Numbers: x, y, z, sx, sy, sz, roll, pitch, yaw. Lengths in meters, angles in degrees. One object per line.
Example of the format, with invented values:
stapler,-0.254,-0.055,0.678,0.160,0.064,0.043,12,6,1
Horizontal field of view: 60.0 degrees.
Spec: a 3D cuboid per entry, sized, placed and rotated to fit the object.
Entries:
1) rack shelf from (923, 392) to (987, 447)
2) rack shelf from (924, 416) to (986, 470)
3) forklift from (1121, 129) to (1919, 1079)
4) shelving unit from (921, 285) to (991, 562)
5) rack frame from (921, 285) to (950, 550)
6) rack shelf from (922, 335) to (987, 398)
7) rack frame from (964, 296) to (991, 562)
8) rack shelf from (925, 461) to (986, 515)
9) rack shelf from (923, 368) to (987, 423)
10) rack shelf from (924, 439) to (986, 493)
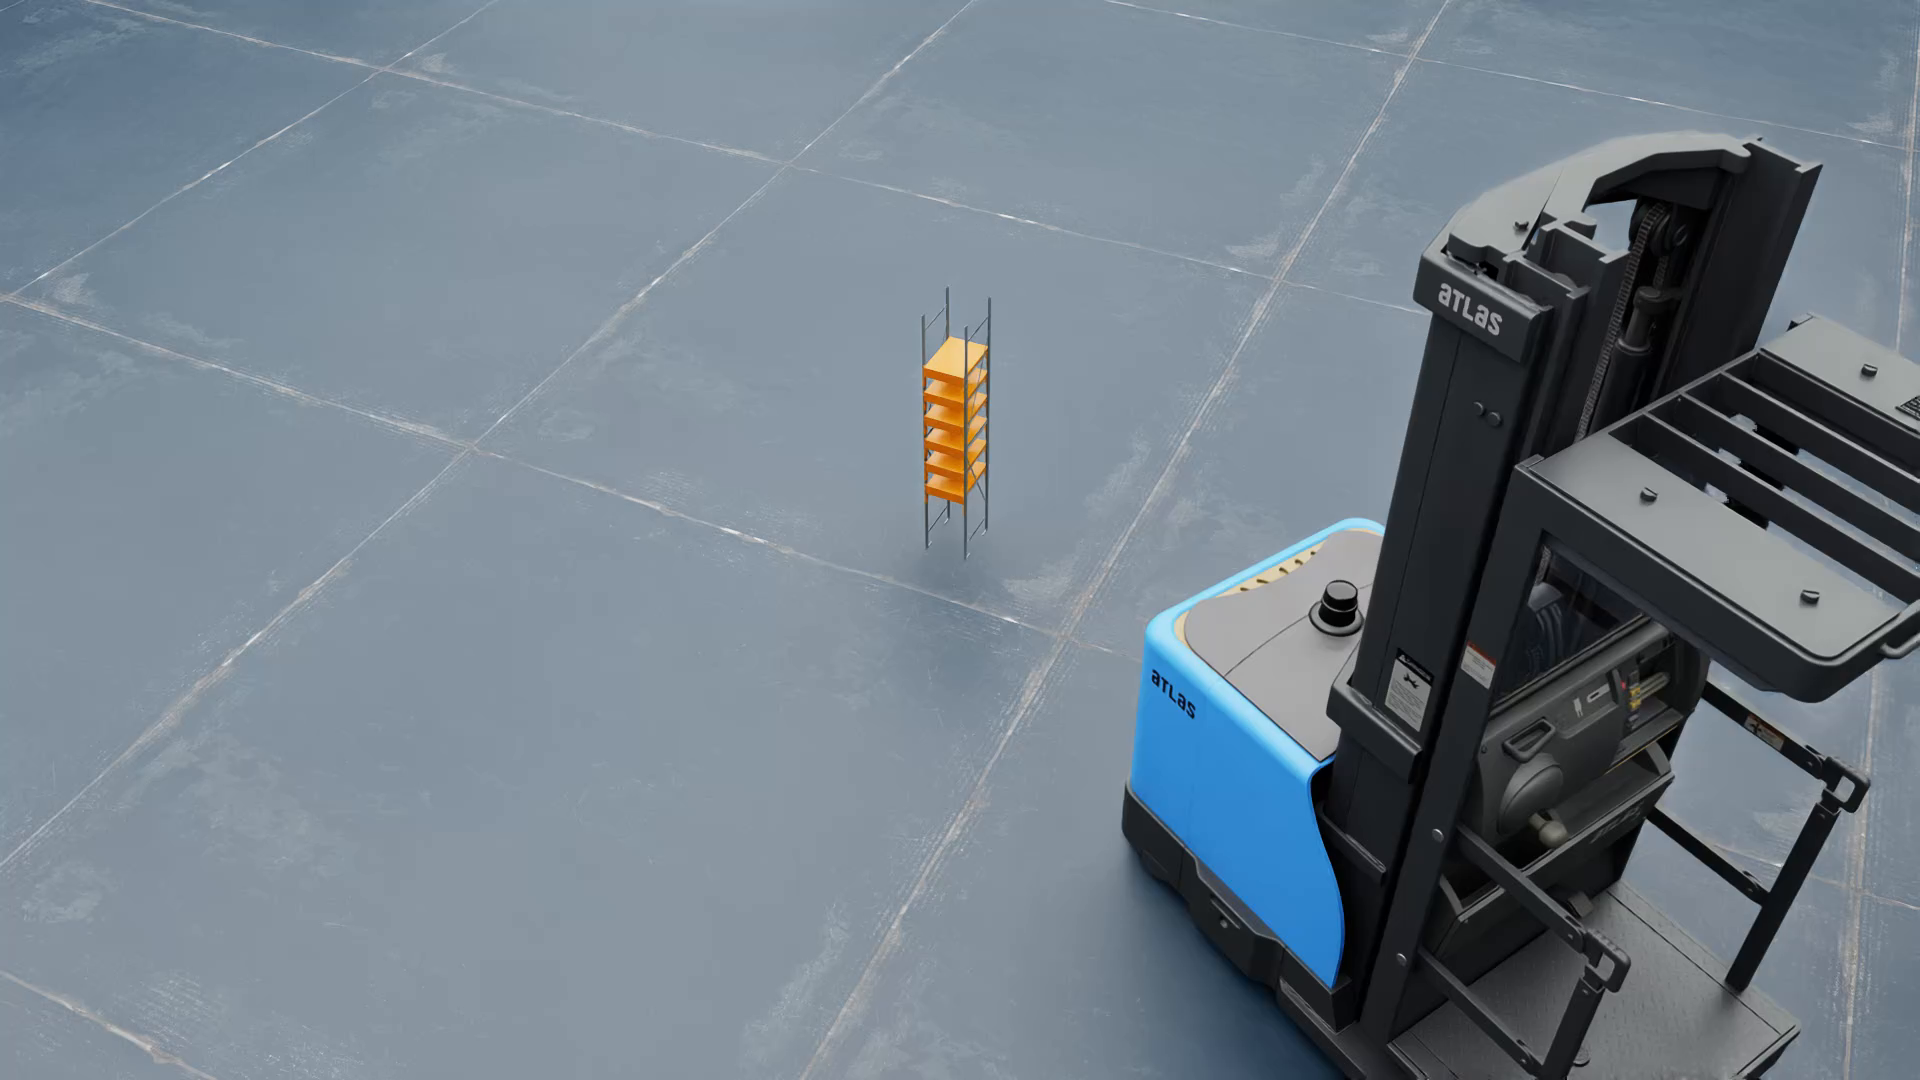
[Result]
rack shelf,-0.013,-0.514,6.812,0.180,0.103,0.258,17,44,19
rack shelf,-0.013,-0.424,6.891,0.180,0.103,0.258,17,44,19
forklift,1.832,0.575,4.348,1.130,2.935,3.031,-25,47,-26
shelving unit,-0.013,-0.457,6.862,0.189,1.200,0.258,17,44,19
rack frame,-0.096,-0.483,6.891,0.006,1.200,0.240,17,44,19
rack shelf,-0.013,-0.696,6.655,0.180,0.103,0.258,17,44,19
rack frame,0.070,-0.432,6.832,0.006,1.200,0.240,17,44,19
rack shelf,-0.013,-0.242,7.048,0.180,0.103,0.258,17,44,19
rack shelf,-0.013,-0.605,6.734,0.180,0.103,0.258,17,44,19
rack shelf,-0.013,-0.333,6.969,0.180,0.103,0.258,17,44,19
